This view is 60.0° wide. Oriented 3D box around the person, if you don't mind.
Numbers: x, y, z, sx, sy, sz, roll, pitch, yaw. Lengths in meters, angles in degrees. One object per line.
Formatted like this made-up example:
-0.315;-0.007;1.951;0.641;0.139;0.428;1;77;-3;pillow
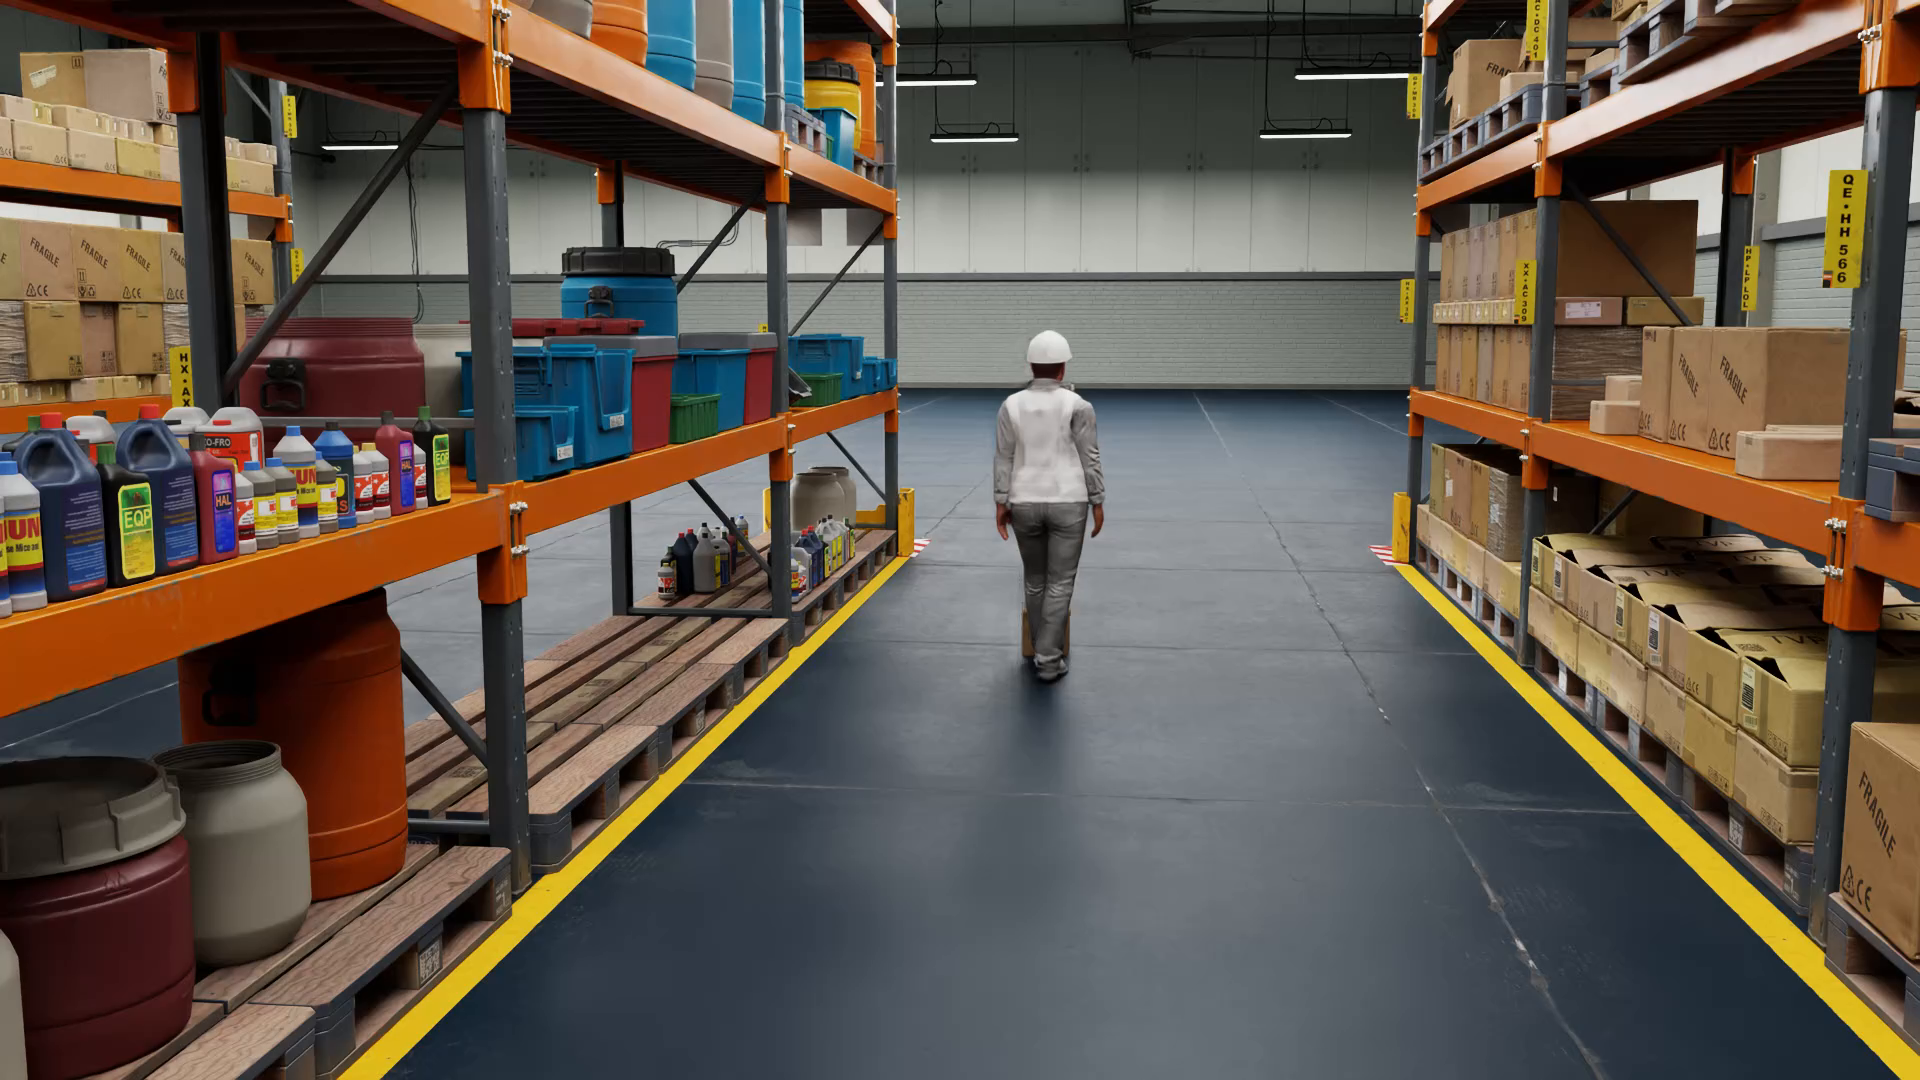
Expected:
0.522;-0.204;8.664;0.556;1.761;0.748;3;8;22;person
